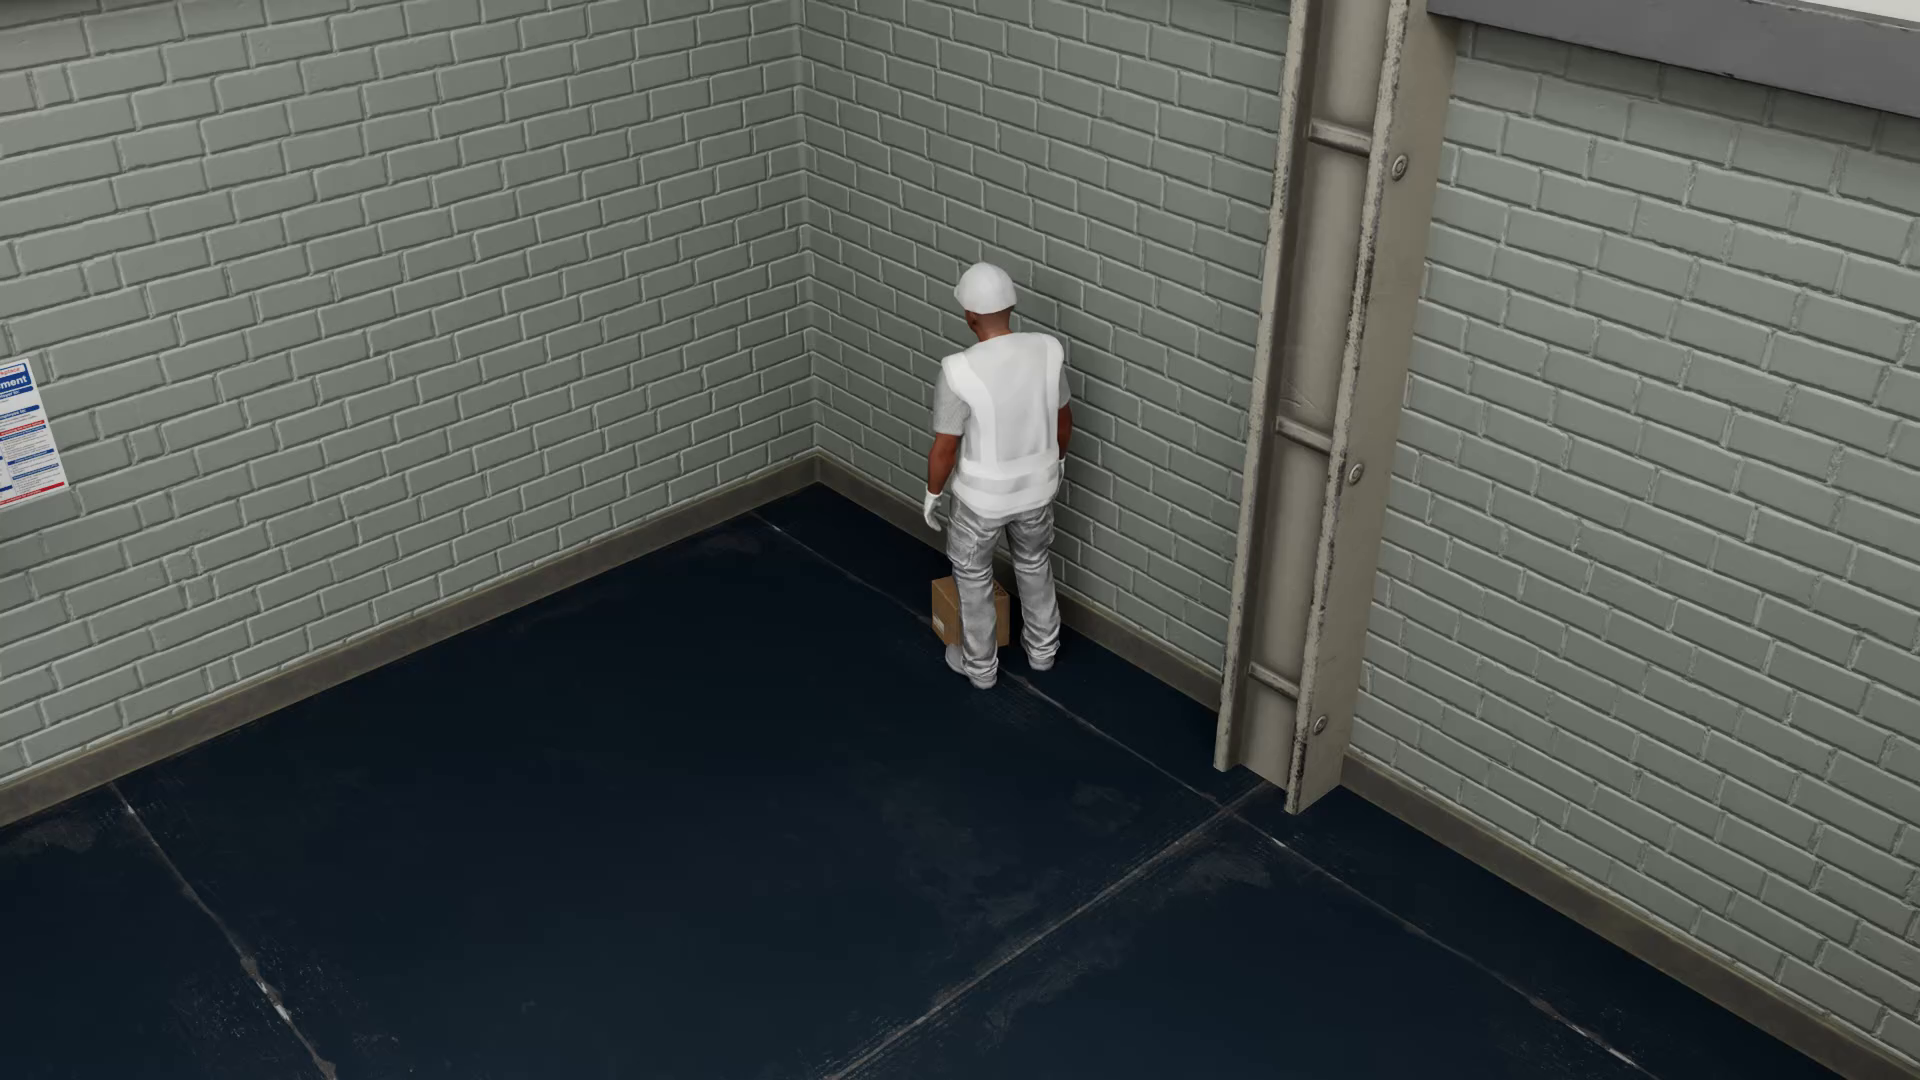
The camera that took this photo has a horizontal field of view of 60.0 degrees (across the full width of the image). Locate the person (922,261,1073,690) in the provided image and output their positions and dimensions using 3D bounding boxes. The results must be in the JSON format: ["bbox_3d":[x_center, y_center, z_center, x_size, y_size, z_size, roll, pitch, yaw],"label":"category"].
[{"bbox_3d":[0.148,-0.226,6.492,0.632,1.775,0.445,-14,34,-22],"label":"person"}]
